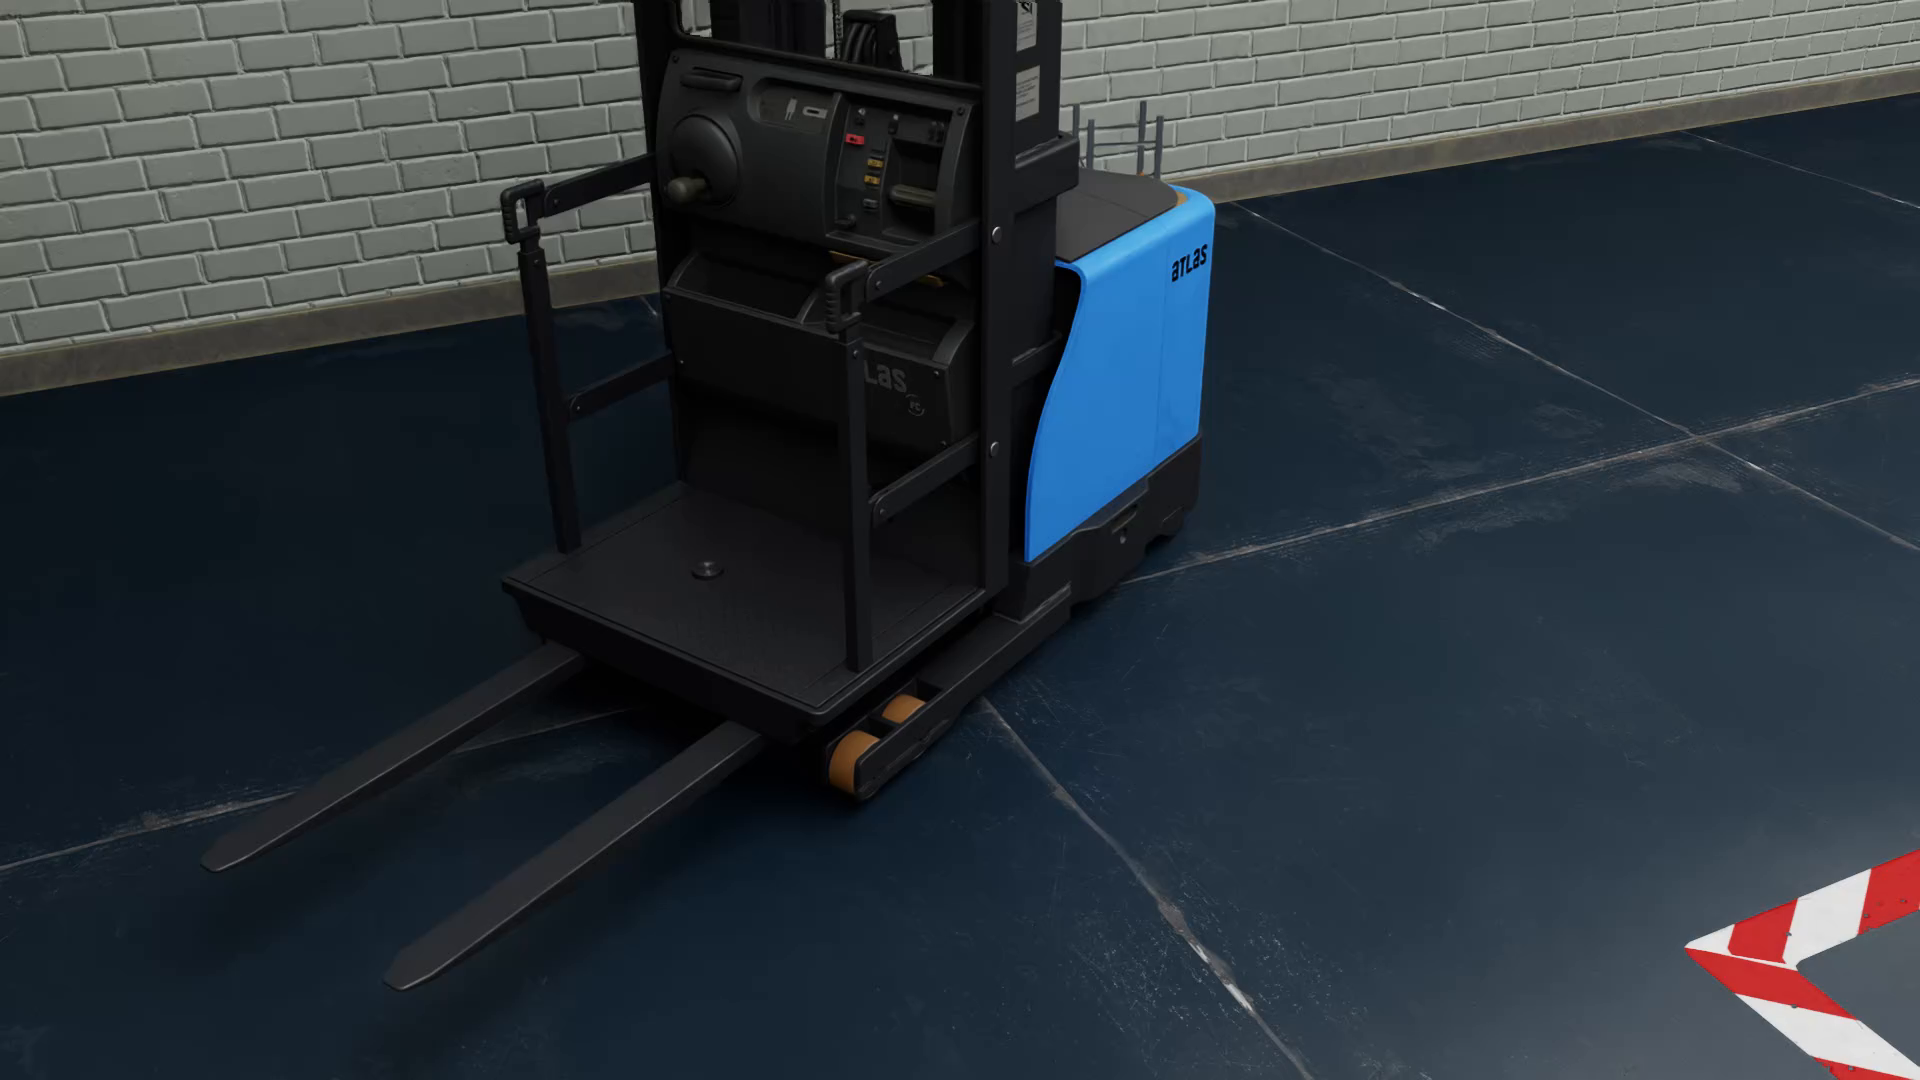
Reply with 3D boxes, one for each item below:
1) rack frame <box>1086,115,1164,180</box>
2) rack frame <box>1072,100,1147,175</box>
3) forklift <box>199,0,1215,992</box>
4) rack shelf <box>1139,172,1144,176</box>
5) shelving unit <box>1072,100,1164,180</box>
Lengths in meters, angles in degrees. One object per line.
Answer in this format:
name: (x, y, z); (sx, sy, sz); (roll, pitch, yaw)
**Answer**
rack frame: (0.511, -0.776, 5.407); (0.240, 1.200, 0.006); (-5, 30, -9)
rack frame: (0.476, -0.864, 5.564); (0.240, 1.200, 0.006); (-5, 30, -9)
forklift: (-0.492, -0.906, 3.870); (1.130, 2.935, 3.031); (19, 34, 30)
rack shelf: (0.494, -1.095, 5.331); (0.258, 0.103, 0.180); (-5, 30, -9)
shelving unit: (0.494, -0.820, 5.486); (0.258, 1.200, 0.189); (-5, 30, -9)
